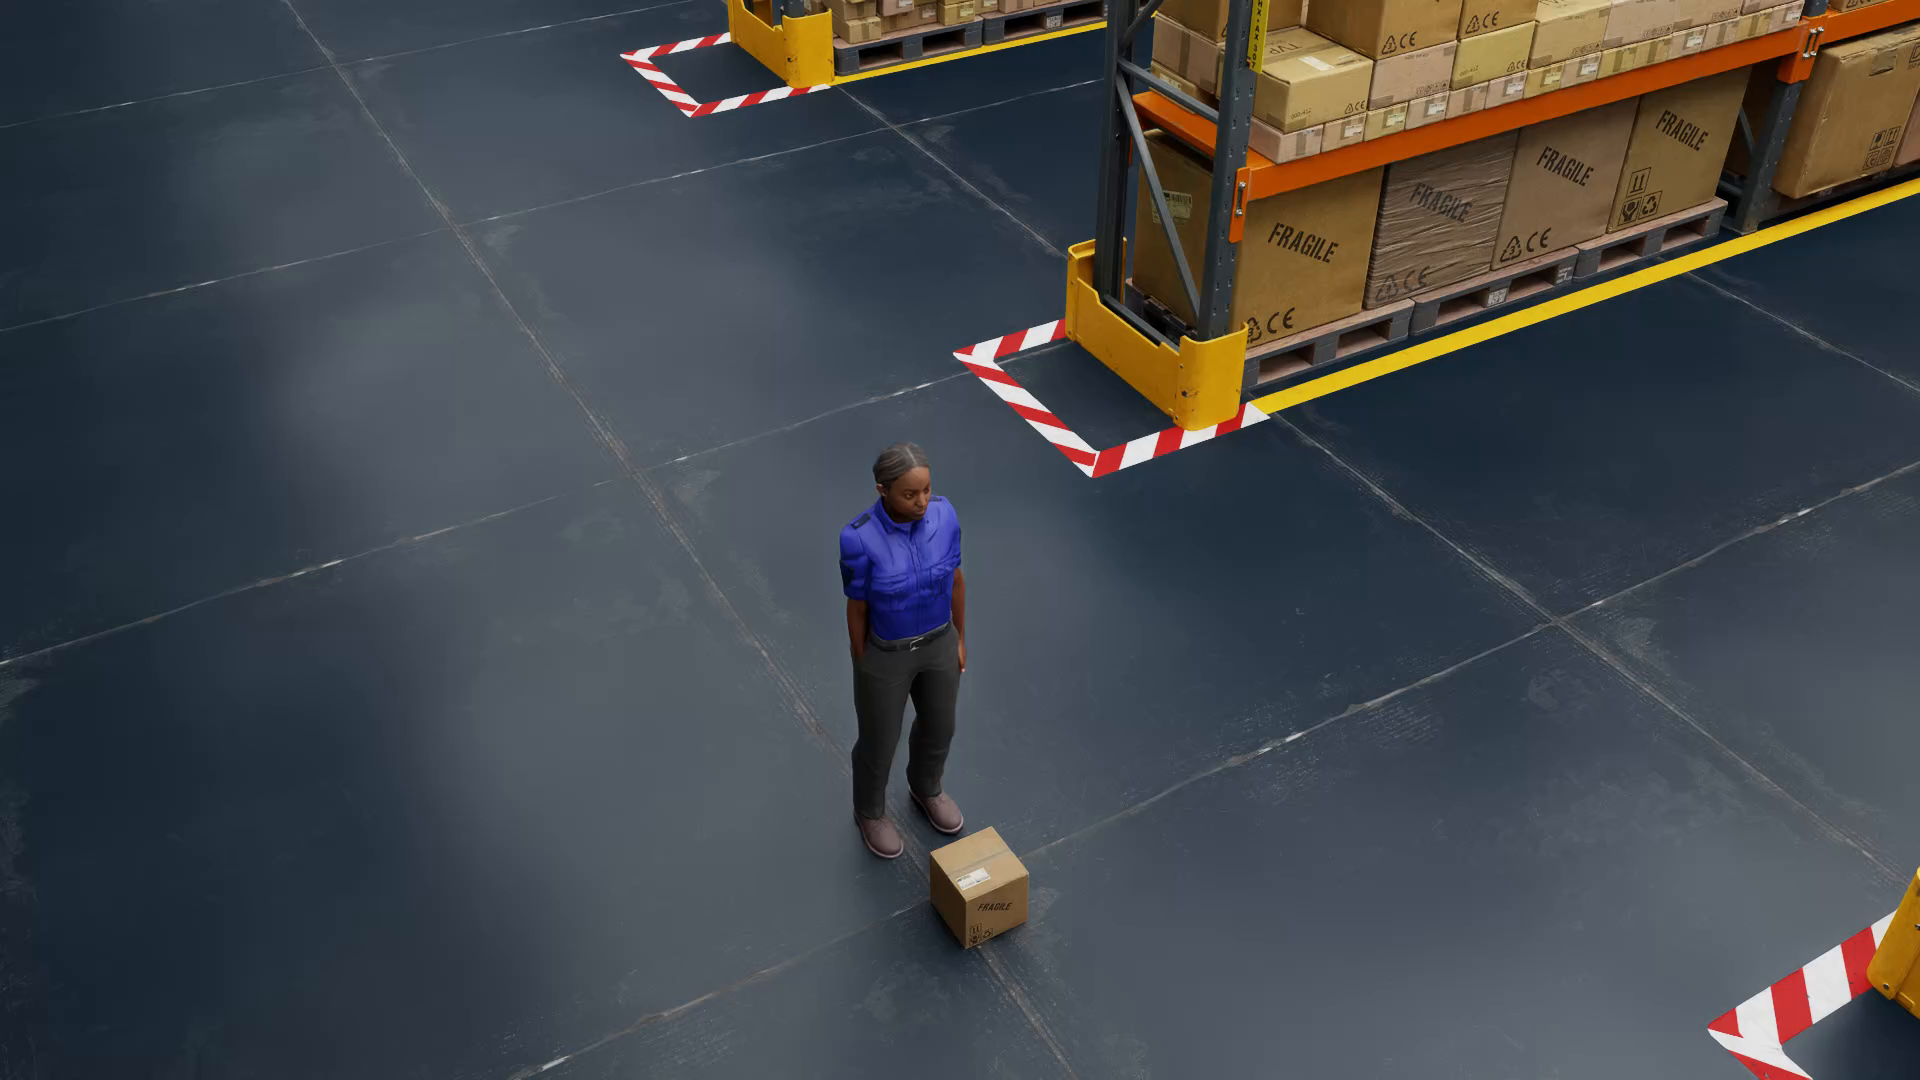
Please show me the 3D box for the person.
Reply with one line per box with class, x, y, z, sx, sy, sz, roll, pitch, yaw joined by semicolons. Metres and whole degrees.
person;-0.174;0.375;5.665;0.436;1.662;0.299;-18;41;-23
